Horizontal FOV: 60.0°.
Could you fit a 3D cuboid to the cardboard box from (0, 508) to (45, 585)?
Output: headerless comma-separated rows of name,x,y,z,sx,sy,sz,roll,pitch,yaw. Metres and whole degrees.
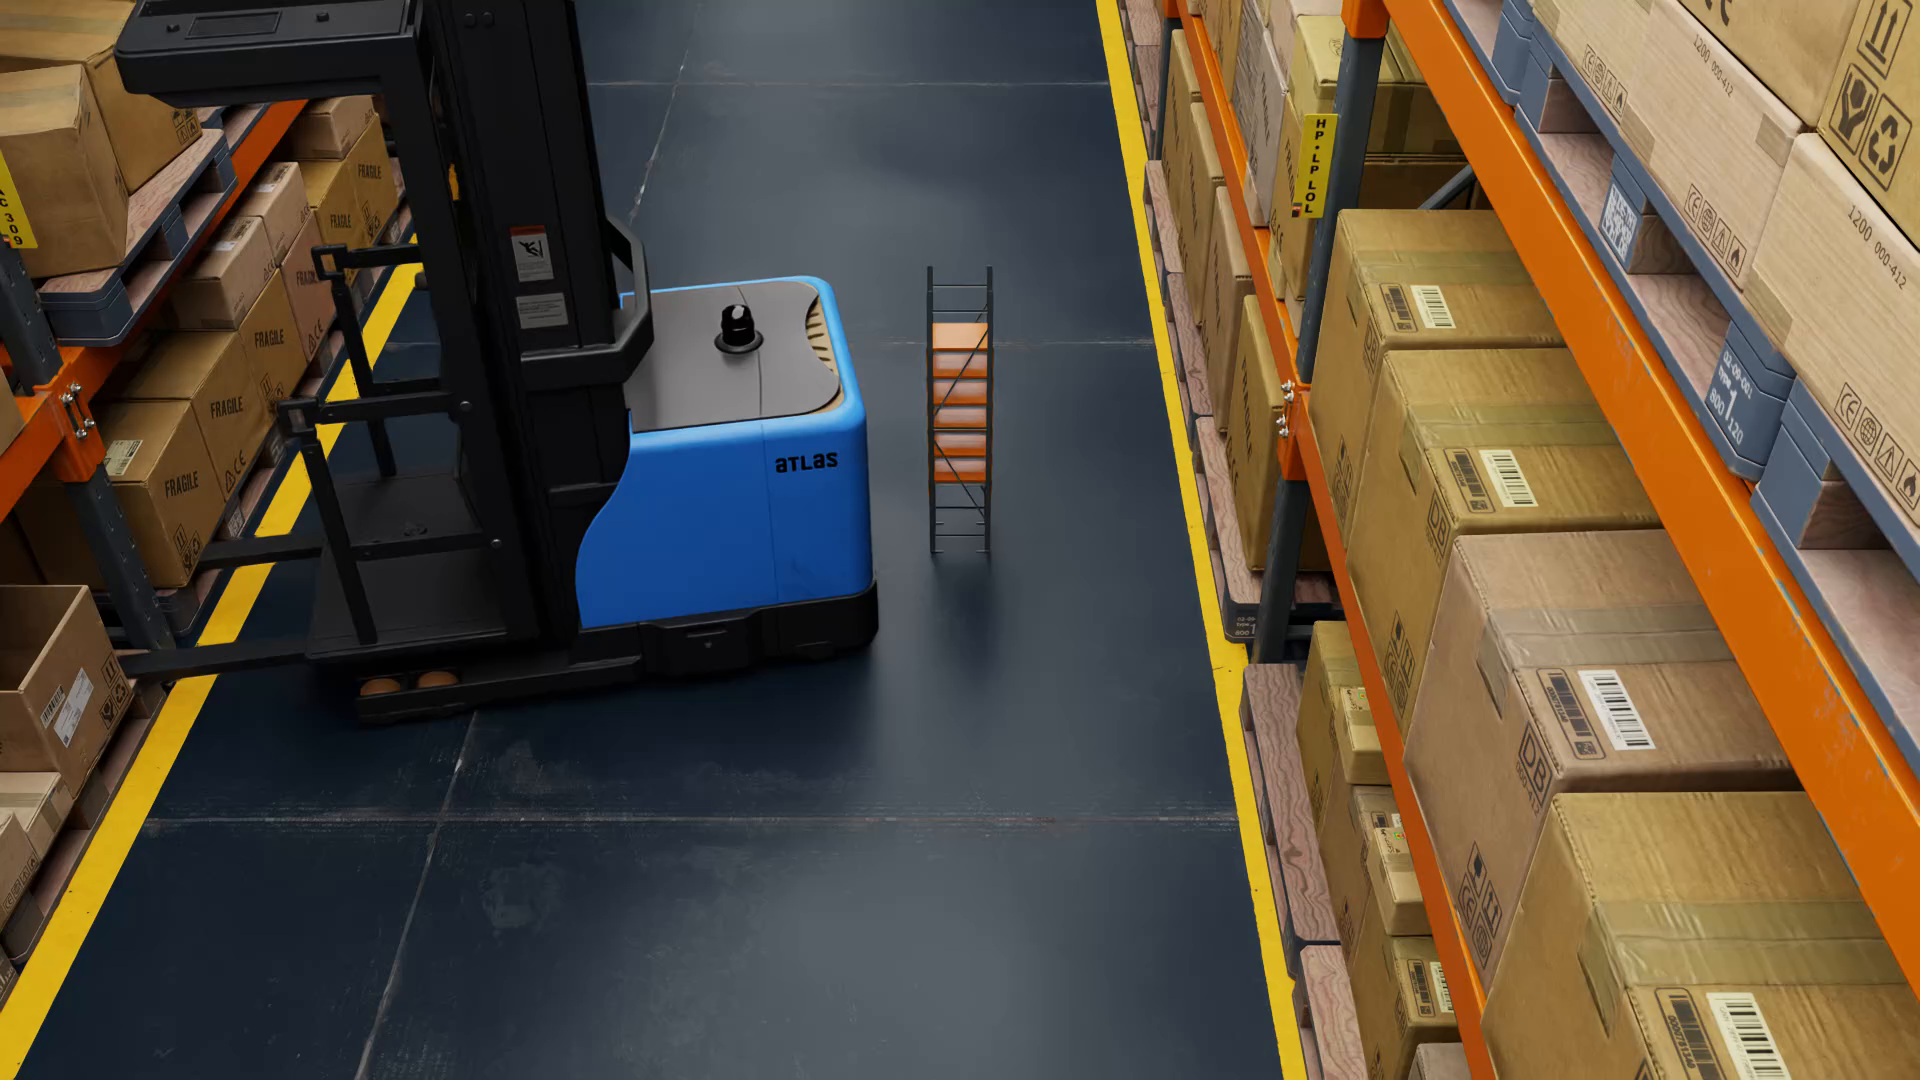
cardboard box,-3.663,-0.171,6.212,0.500,0.500,0.500,0,39,0

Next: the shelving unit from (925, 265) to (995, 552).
shelving unit,0.000,-0.477,6.386,0.258,1.200,0.189,0,39,0

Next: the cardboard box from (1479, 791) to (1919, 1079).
cardboard box,1.560,0.938,2.941,0.980,0.700,0.700,0,39,0

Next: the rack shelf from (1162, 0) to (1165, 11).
rack shelf,1.571,-4.144,10.098,1.077,0.370,4.000,0,39,0

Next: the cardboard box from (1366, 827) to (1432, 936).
cardboard box,1.295,0.894,4.380,0.380,0.149,0.250,-1,39,-1

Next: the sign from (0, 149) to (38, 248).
sign,-2.833,-1.010,4.919,0.100,0.325,0.005,0,39,0

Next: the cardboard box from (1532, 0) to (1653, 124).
cardboard box,1.309,-0.916,2.799,0.500,0.250,0.500,-1,39,-1

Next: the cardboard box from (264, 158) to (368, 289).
cardboard box,-3.144,-1.456,7.815,0.500,0.500,0.500,-1,39,-2

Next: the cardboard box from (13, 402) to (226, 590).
cardboard box,-3.133,-0.166,6.205,0.500,0.500,0.500,-2,39,-2

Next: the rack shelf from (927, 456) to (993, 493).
rack shelf,0.000,-0.255,6.564,0.258,0.103,0.180,0,39,0

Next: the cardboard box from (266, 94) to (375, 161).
cardboard box,-3.140,-2.037,7.941,0.500,0.250,0.500,1,39,2

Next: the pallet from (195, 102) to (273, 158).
pallet,-3.374,-1.877,6.847,1.003,0.211,1.213,0,39,0

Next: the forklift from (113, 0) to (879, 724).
forklift,-1.874,-0.848,5.464,3.031,2.935,1.130,-7,39,-9

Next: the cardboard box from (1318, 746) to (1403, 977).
cardboard box,1.473,0.921,4.865,0.700,0.500,0.500,0,39,-1

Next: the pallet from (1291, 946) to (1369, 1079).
pallet,1.505,1.656,4.515,1.003,0.211,1.213,0,39,0

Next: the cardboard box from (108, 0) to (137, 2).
cardboard box,-3.440,-1.974,6.399,0.700,0.500,0.500,-9,40,-11

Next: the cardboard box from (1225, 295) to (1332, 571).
cardboard box,1.447,-0.404,6.239,0.750,0.750,0.750,0,39,0

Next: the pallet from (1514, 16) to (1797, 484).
pallet,1.567,-0.536,2.692,1.003,0.211,1.213,0,39,0

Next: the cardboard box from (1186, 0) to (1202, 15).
cardboard box,1.249,-2.554,7.723,0.380,0.149,0.250,1,39,1

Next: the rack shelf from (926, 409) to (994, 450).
rack shelf,0.000,-0.443,6.414,0.258,0.103,0.180,0,39,0

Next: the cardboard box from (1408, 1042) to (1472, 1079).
cardboard box,1.480,1.575,4.049,0.700,0.500,0.500,-1,39,-2

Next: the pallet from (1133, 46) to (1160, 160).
pallet,1.574,-2.574,9.794,1.003,0.211,1.213,0,39,0

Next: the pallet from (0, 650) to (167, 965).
pallet,-3.376,0.851,5.519,1.003,0.211,1.213,0,39,0

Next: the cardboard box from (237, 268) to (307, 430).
cardboard box,-3.138,-0.812,7.011,0.500,0.500,0.500,0,39,0

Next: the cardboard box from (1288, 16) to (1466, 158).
cardboard box,1.321,-1.420,5.190,0.500,0.250,0.500,1,39,1

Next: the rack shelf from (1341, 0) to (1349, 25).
rack shelf,1.575,-2.813,6.038,1.077,0.370,4.000,0,39,0

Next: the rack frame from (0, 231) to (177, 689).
rack frame,-3.376,-0.667,5.183,1.000,3.000,0.127,0,39,0

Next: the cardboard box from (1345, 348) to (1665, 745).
cardboard box,1.557,0.006,4.104,0.980,0.700,0.700,-1,39,-1

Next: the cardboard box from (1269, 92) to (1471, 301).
cardboard box,1.325,-1.124,5.420,0.500,0.500,0.500,-1,39,-1

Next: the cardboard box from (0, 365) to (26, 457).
cardboard box,-3.119,-0.393,4.762,0.500,0.500,0.500,1,39,1

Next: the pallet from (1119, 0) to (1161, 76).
pallet,1.575,-3.335,10.743,1.003,0.211,1.213,0,39,0

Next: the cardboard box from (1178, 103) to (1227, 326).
cardboard box,1.437,-1.491,7.595,0.750,0.750,0.750,0,39,0

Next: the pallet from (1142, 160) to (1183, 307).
pallet,1.499,-1.593,8.569,1.003,0.211,1.213,0,39,0

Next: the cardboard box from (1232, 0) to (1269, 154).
cardboard box,1.323,-1.757,6.210,0.500,0.500,0.500,0,39,0

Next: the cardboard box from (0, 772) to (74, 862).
cardboard box,-3.031,0.865,5.200,0.380,0.149,0.250,0,39,0

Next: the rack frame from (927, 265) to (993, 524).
rack frame,0.000,-0.534,6.457,0.240,1.200,0.006,0,39,0

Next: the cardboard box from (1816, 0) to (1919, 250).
cardboard box,1.319,-0.549,1.742,0.500,0.500,0.500,1,39,1

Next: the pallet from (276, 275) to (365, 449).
pallet,-3.419,-0.852,7.644,1.003,0.211,1.213,0,39,0

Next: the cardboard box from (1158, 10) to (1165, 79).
cardboard box,1.520,-2.820,9.518,0.700,0.500,0.500,0,39,1

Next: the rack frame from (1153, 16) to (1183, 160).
rack frame,1.573,-3.174,8.312,1.000,3.000,0.127,0,39,0

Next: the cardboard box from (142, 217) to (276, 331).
cardboard box,-3.134,-1.084,6.751,0.500,0.250,0.500,0,39,0

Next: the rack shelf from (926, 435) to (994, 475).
rack shelf,0.000,-0.349,6.489,0.258,0.103,0.180,0,39,0

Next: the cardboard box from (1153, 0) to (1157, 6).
cardboard box,1.597,-3.769,10.702,0.700,0.500,0.500,0,39,0

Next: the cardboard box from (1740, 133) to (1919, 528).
cardboard box,1.314,-0.269,1.993,0.500,0.250,0.500,-1,39,-2

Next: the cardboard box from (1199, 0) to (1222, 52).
cardboard box,1.309,-2.395,7.006,0.500,0.500,0.500,0,39,0

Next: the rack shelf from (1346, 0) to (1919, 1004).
rack shelf,1.580,-0.312,2.917,1.077,0.370,4.000,0,39,0

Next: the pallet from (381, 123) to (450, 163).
pallet,-3.343,-2.595,9.819,1.003,0.211,1.213,0,39,0

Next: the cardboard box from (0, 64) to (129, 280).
cardboard box,-3.153,-1.166,5.391,0.700,0.500,0.500,-13,40,-15

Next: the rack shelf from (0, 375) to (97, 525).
rack shelf,-3.374,0.865,3.848,1.077,0.370,4.000,0,39,0

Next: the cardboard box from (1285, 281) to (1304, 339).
cardboard box,1.294,-0.794,5.526,0.380,0.149,0.250,0,39,0
